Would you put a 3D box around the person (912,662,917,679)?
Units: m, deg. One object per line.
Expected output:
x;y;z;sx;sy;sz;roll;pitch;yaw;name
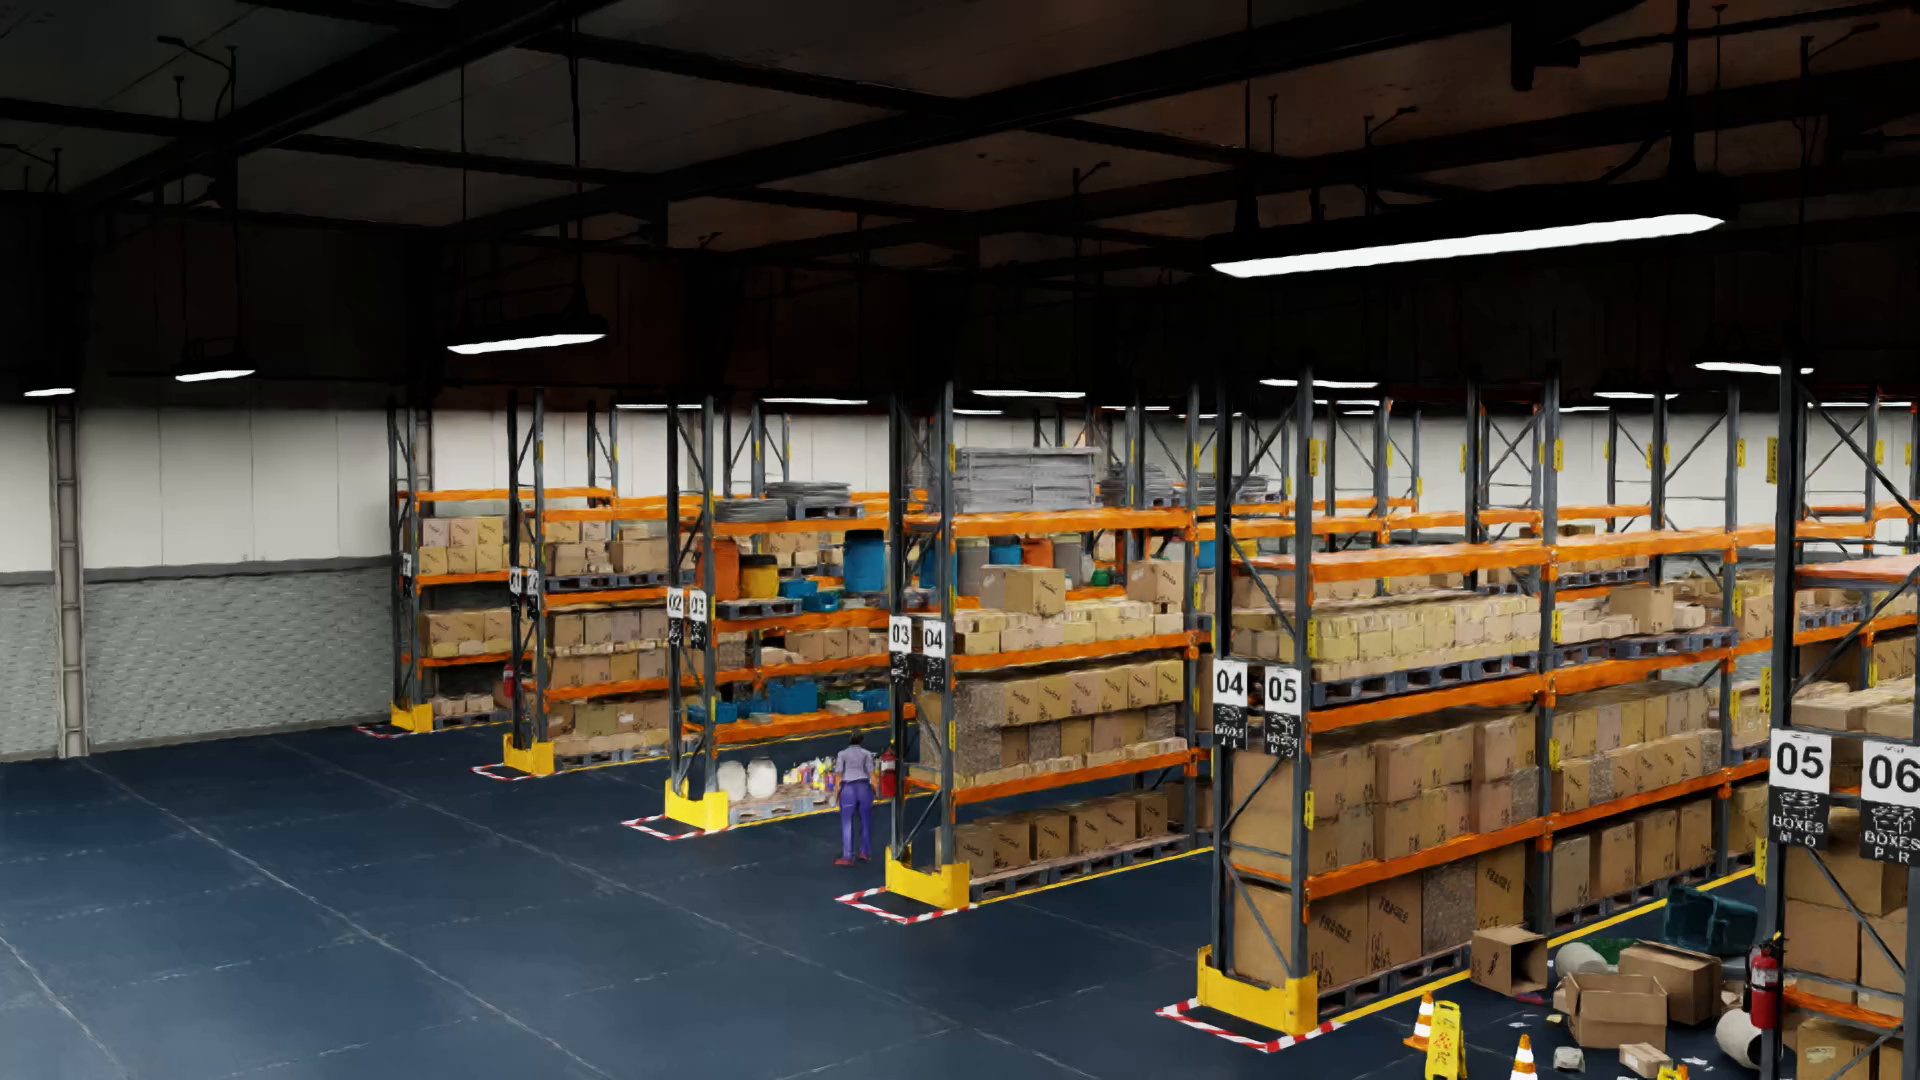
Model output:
-1.071;2.301;34.428;0.574;1.726;0.677;-3;5;-42;person

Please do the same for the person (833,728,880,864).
-1.289;3.143;20.499;0.605;1.624;0.556;-1;3;-14;person
